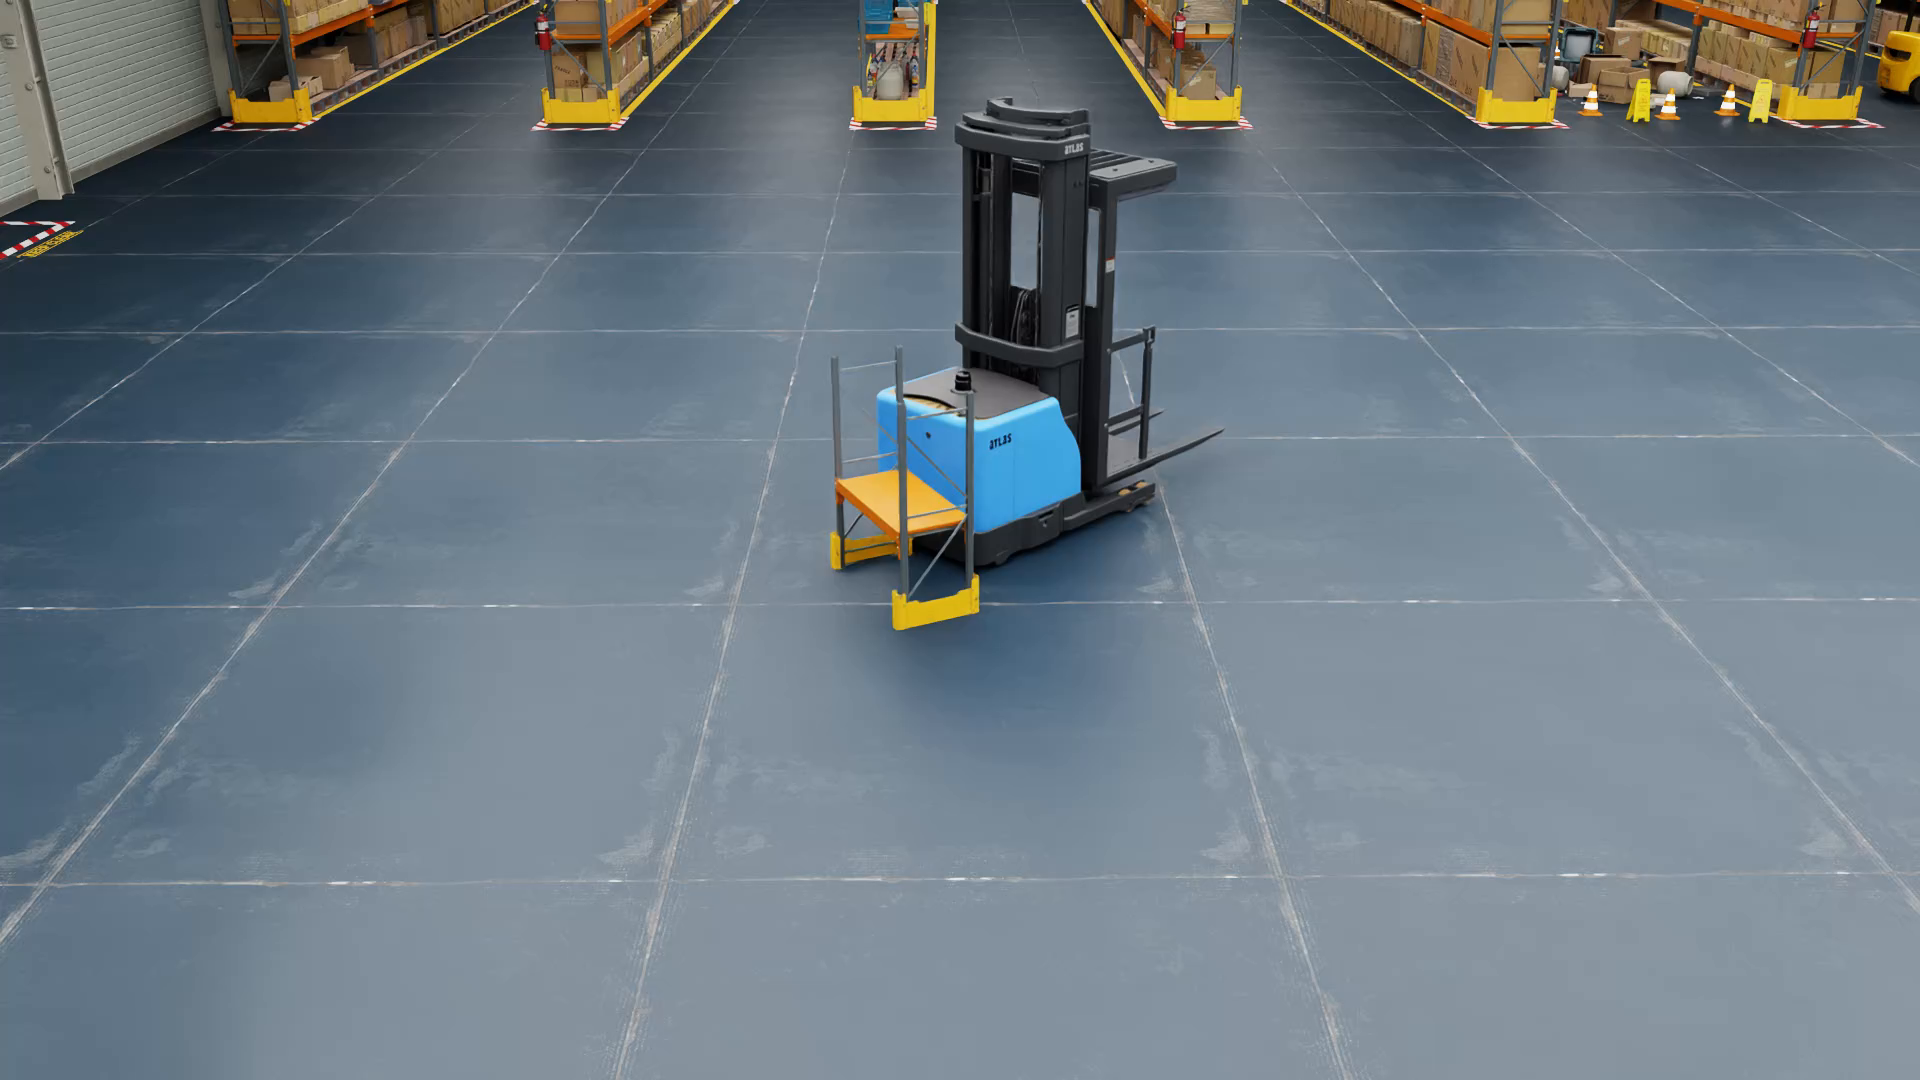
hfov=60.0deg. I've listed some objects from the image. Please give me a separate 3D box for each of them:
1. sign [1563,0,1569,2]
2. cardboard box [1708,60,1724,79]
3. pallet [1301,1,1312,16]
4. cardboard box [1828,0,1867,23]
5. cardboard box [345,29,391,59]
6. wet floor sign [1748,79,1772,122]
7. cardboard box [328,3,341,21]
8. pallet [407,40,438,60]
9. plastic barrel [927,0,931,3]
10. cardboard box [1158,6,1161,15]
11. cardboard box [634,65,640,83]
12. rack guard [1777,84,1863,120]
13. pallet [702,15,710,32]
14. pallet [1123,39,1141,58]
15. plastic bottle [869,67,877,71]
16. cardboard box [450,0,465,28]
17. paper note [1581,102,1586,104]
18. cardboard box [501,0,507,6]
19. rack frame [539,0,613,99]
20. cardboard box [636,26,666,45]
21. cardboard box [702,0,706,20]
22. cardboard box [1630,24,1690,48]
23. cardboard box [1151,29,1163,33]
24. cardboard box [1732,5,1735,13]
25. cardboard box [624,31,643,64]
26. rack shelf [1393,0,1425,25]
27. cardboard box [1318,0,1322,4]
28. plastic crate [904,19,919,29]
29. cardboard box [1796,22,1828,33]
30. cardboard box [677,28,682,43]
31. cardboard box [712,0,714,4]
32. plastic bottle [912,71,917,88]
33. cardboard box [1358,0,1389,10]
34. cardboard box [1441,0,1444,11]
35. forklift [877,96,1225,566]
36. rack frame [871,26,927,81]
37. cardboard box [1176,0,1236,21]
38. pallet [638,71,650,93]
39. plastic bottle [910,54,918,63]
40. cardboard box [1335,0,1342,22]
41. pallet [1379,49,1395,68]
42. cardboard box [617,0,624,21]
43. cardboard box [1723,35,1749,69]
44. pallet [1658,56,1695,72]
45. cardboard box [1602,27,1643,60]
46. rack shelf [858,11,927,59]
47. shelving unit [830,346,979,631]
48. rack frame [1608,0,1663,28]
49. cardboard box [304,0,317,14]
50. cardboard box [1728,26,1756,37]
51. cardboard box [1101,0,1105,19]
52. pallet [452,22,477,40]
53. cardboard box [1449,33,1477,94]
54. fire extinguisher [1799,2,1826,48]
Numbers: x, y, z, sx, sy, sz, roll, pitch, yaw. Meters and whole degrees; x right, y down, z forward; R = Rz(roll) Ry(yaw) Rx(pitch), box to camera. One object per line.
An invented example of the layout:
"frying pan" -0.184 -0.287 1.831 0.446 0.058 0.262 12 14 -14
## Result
"sign" 9.407 -8.511 25.782 0.100 0.325 0.005 0 24 -1
"cardboard box" 13.511 -8.267 29.216 0.500 0.250 0.500 1 24 2
"pallet" 8.662 -12.535 39.210 1.003 0.211 1.213 0 24 -1
"cardboard box" 14.073 -8.522 26.470 0.500 0.500 0.500 -1 24 -1
"cardboard box" -11.092 -9.259 31.081 0.700 0.500 0.500 -1 24 -2
"wet floor sign" 12.733 -6.989 26.419 0.267 0.644 0.232 8 26 18
"cardboard box" -10.678 -8.809 27.744 0.500 0.250 0.500 0 24 0
"pallet" -11.048 -9.737 33.023 1.003 0.211 1.213 0 24 -1
"plastic barrel" -0.806 -10.115 29.866 0.600 0.901 0.708 0 24 -1
"cardboard box" 3.588 -9.029 28.378 0.380 0.149 0.250 0 24 -1
"cardboard box" -5.819 -8.042 28.717 0.500 0.250 0.500 0 24 -1
"rack guard" 13.800 -7.037 26.702 1.175 0.500 0.348 0 24 -1
"pallet" -6.099 -11.396 36.691 1.003 0.211 1.213 0 24 -1
"pallet" 3.811 -9.804 33.171 1.003 0.211 1.213 0 24 -1
"plastic bottle" -1.497 -7.953 28.466 0.152 0.276 0.135 -1 24 -2
"cardboard box" -10.935 -11.206 34.986 0.750 0.750 0.750 0 24 -1
"paper note" 10.533 -7.364 27.996 0.144 0.017 0.142 8 26 18
"cardboard box" -11.010 -12.757 38.841 0.700 0.500 0.500 0 24 1
"rack frame" -6.014 -8.057 25.924 1.000 3.000 0.127 0 24 -1
"cardboard box" -5.821 -9.490 31.240 0.500 0.311 0.500 -1 24 -2
"cardboard box" -5.856 -11.657 36.384 0.500 0.500 0.500 0 24 0
"cardboard box" 13.726 -9.898 32.674 0.950 0.372 0.625 -1 24 -2
"cardboard box" 3.876 -9.259 31.082 0.700 0.500 0.500 0 24 -1
"cardboard box" 13.530 -9.122 28.584 0.380 0.149 0.250 0 24 -1
"cardboard box" -5.841 -8.589 29.018 0.500 0.500 0.500 0 24 -1
"rack shelf" 8.787 -10.225 31.591 1.077 0.370 4.000 0 24 -1
"cardboard box" 8.385 -12.293 37.879 0.380 0.149 0.250 -1 24 -3
"plastic crate" -0.749 -8.328 26.843 0.298 0.136 0.250 0 24 -1
"cardboard box" 13.583 -8.183 26.508 0.380 0.149 0.250 1 24 1
"cardboard box" -5.852 -10.076 33.216 0.500 0.250 0.500 0 24 1
"cardboard box" -6.171 -12.839 38.993 0.797 0.503 0.637 0 24 -1
"plastic bottle" -0.769 -7.783 28.097 0.097 0.271 0.097 0 24 0
"cardboard box" 8.495 -11.052 34.160 0.500 0.250 0.500 -1 24 -2
"cardboard box" 8.853 -9.419 28.753 0.875 0.550 0.550 0 24 -1
"forklift" 0.804 -1.673 11.891 1.130 2.935 3.031 22 32 40
"rack frame" -1.105 -9.726 29.614 1.000 3.000 0.127 0 24 -1
"cardboard box" 3.913 -8.508 26.439 0.875 0.500 0.500 0 24 -1
"pallet" -6.091 -8.107 29.418 1.003 0.211 1.213 0 24 -1
"plastic bottle" -0.808 -8.376 29.311 0.144 0.351 0.185 -1 24 -3
"cardboard box" 8.472 -11.554 36.180 0.500 0.500 0.500 1 24 2
"pallet" 8.709 -9.280 32.012 1.003 0.211 1.213 0 24 -1
"cardboard box" -6.026 -8.933 27.739 0.700 0.500 0.500 0 24 1
"cardboard box" 13.515 -8.394 28.587 0.500 0.500 0.500 1 24 2
"pallet" 13.747 -8.843 31.046 1.003 0.211 1.213 0 24 -1
"cardboard box" 11.978 -8.978 30.076 0.500 0.500 0.500 0 24 -1
"rack shelf" -1.083 -8.574 27.940 1.077 0.370 4.000 0 24 -1
"shelving unit" -0.378 -0.360 10.726 0.587 1.500 1.083 -12 27 -24
"rack frame" 13.714 -11.441 33.406 1.000 3.000 0.127 0 24 -1
"cardboard box" -10.668 -8.717 26.632 0.500 0.500 0.500 0 24 0
"cardboard box" 13.448 -8.750 28.586 0.380 0.149 0.250 1 24 2
"cardboard box" 3.787 -12.004 36.721 1.225 0.875 0.875 0 24 0
"pallet" -10.999 -10.886 35.563 1.003 0.211 1.213 0 24 -1
"cardboard box" 8.767 -7.945 27.747 0.875 0.875 0.875 -1 24 -1
"fire extinguisher" 13.341 -8.060 26.025 0.296 0.674 0.183 0 24 -1
